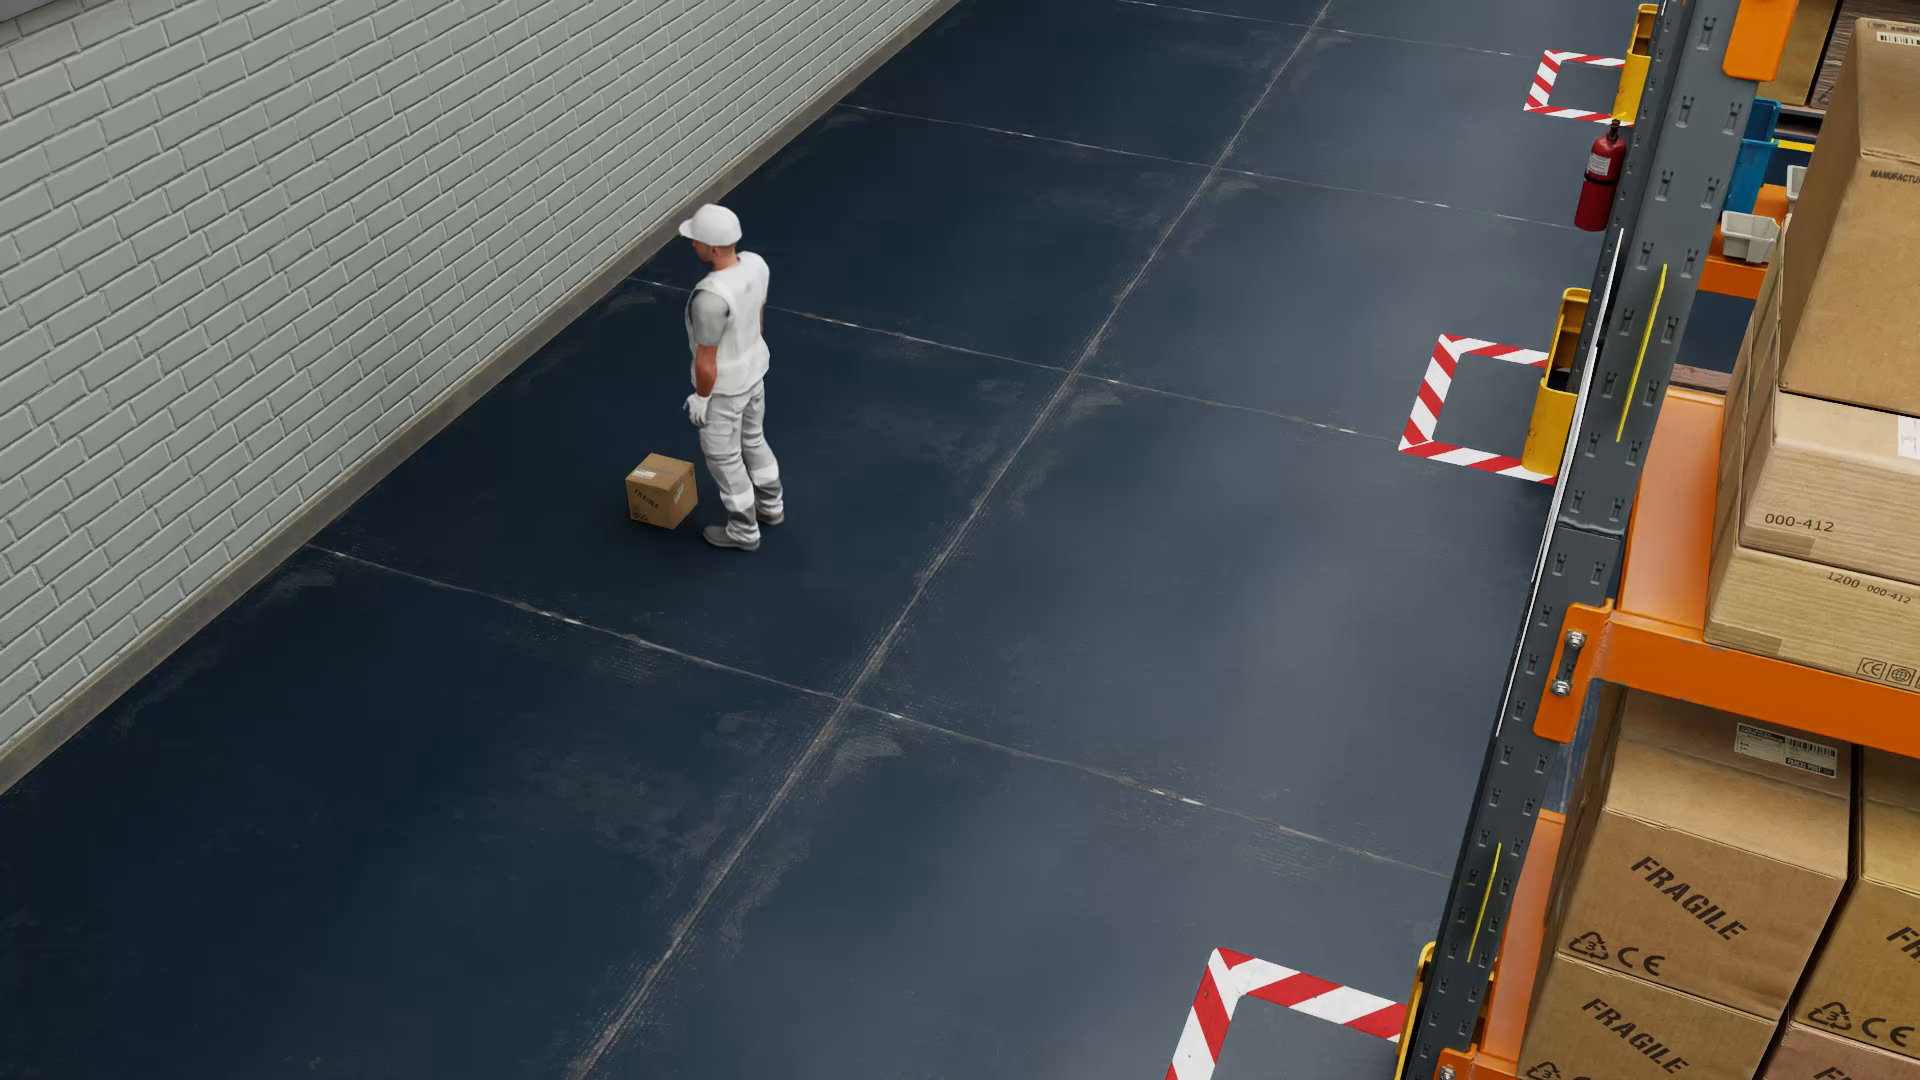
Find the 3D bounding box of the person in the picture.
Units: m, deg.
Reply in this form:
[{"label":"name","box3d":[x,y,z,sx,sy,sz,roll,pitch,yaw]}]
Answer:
[{"label":"person","box3d":[-1.078,-0.745,7.790,0.338,1.789,0.526,15,40,19]}]
